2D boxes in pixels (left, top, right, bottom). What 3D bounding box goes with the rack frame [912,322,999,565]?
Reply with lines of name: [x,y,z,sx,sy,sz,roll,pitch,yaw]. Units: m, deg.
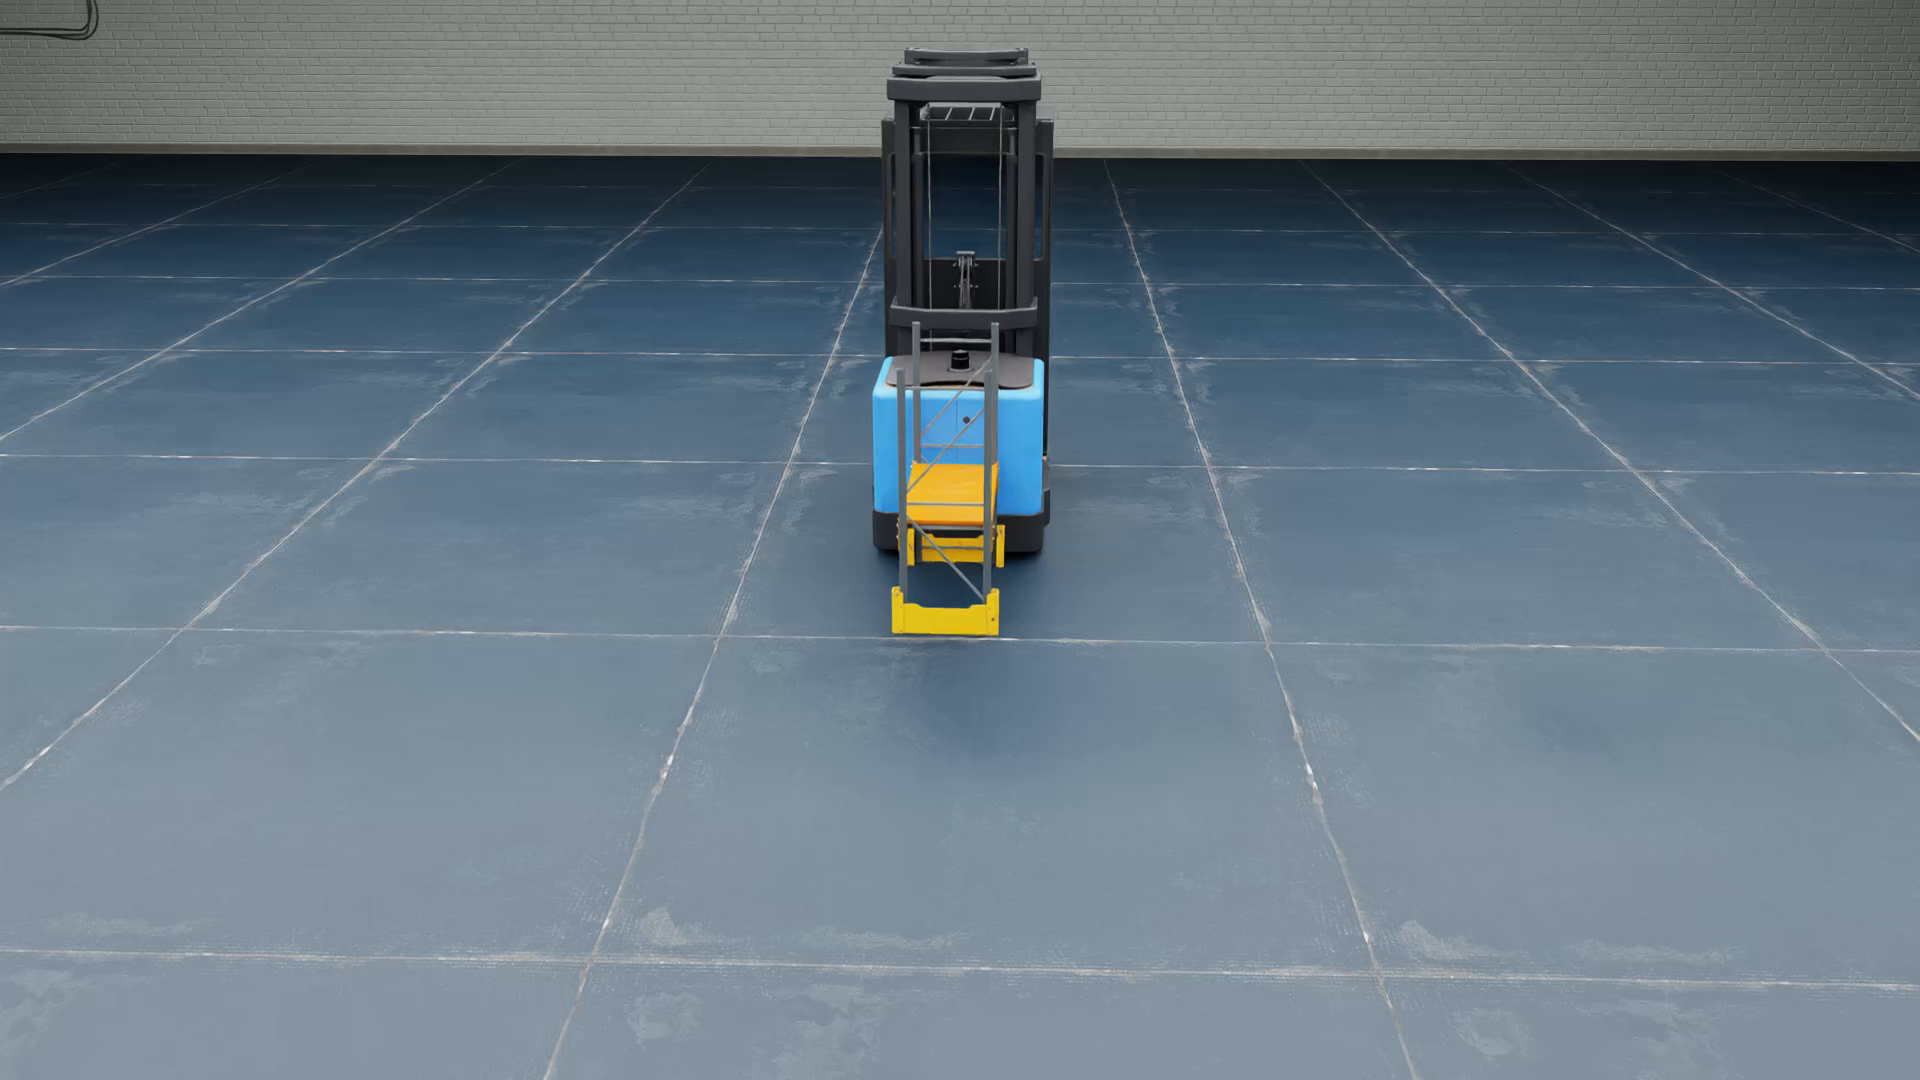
rack frame: [-0.026,-0.556,9.887,0.500,1.500,0.032,1,21,3]

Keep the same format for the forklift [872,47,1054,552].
forklift: [0.062,-1.781,11.067,1.130,2.935,3.031,1,21,3]

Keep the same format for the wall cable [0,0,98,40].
wall cable: [-14.763,-8.861,25.219,3.097,2.526,0.112,1,21,2]

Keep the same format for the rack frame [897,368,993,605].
rack frame: [-0.080,-0.188,8.941,0.500,1.500,0.032,1,21,3]

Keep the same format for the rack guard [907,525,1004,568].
rack guard: [-0.027,0.034,10.095,0.587,0.250,0.087,1,21,3]

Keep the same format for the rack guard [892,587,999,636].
rack guard: [-0.080,0.394,9.168,0.587,0.250,0.087,1,21,3]

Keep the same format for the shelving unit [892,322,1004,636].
shelving unit: [-0.054,-0.369,9.406,0.587,1.500,1.083,1,21,3]

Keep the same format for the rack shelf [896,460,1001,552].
rack shelf: [-0.053,-0.204,9.479,0.538,0.185,1.000,1,21,3]
